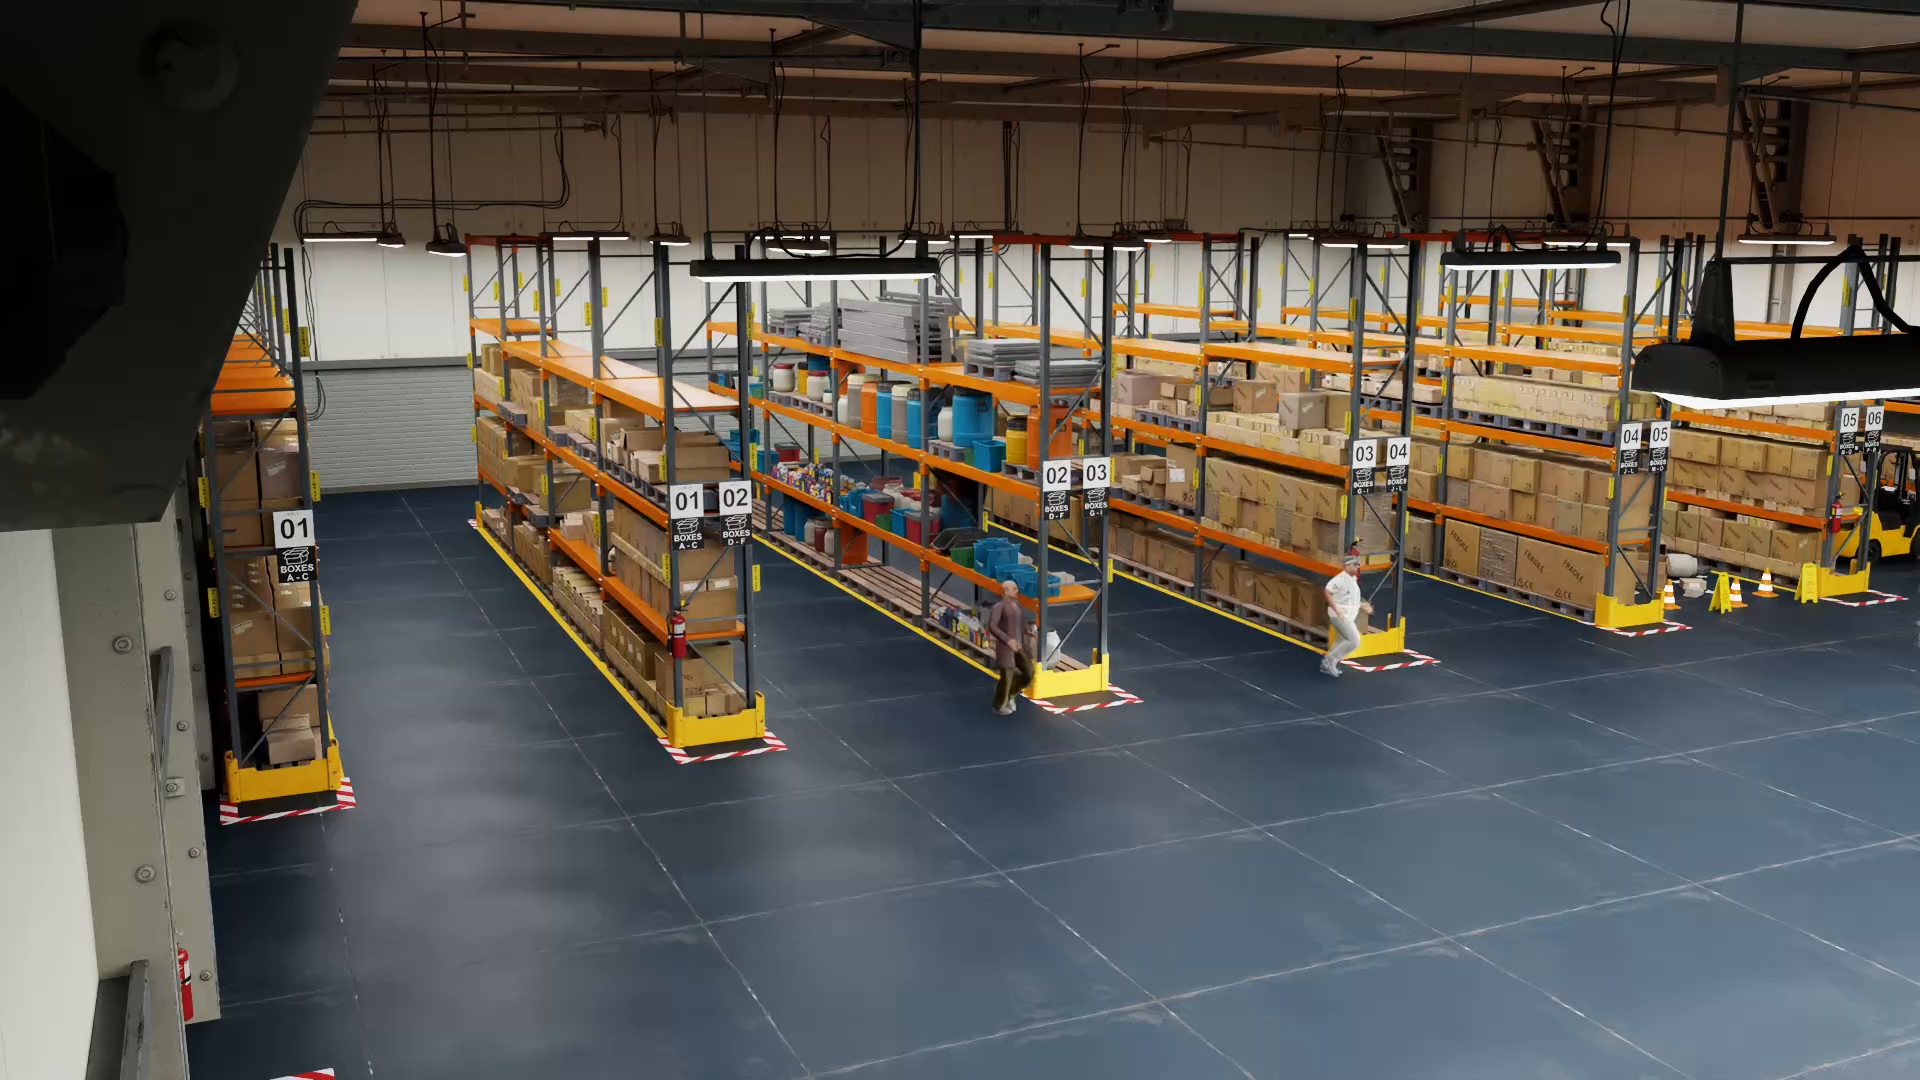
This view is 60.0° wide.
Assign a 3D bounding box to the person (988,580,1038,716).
[{"bbox_3d":[0.683,1.389,21.398,0.529,1.744,0.776,10,15,42],"label":"person"}]

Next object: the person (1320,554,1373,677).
[{"bbox_3d":[5.399,1.045,23.217,0.655,1.712,0.652,6,13,30],"label":"person"}]
